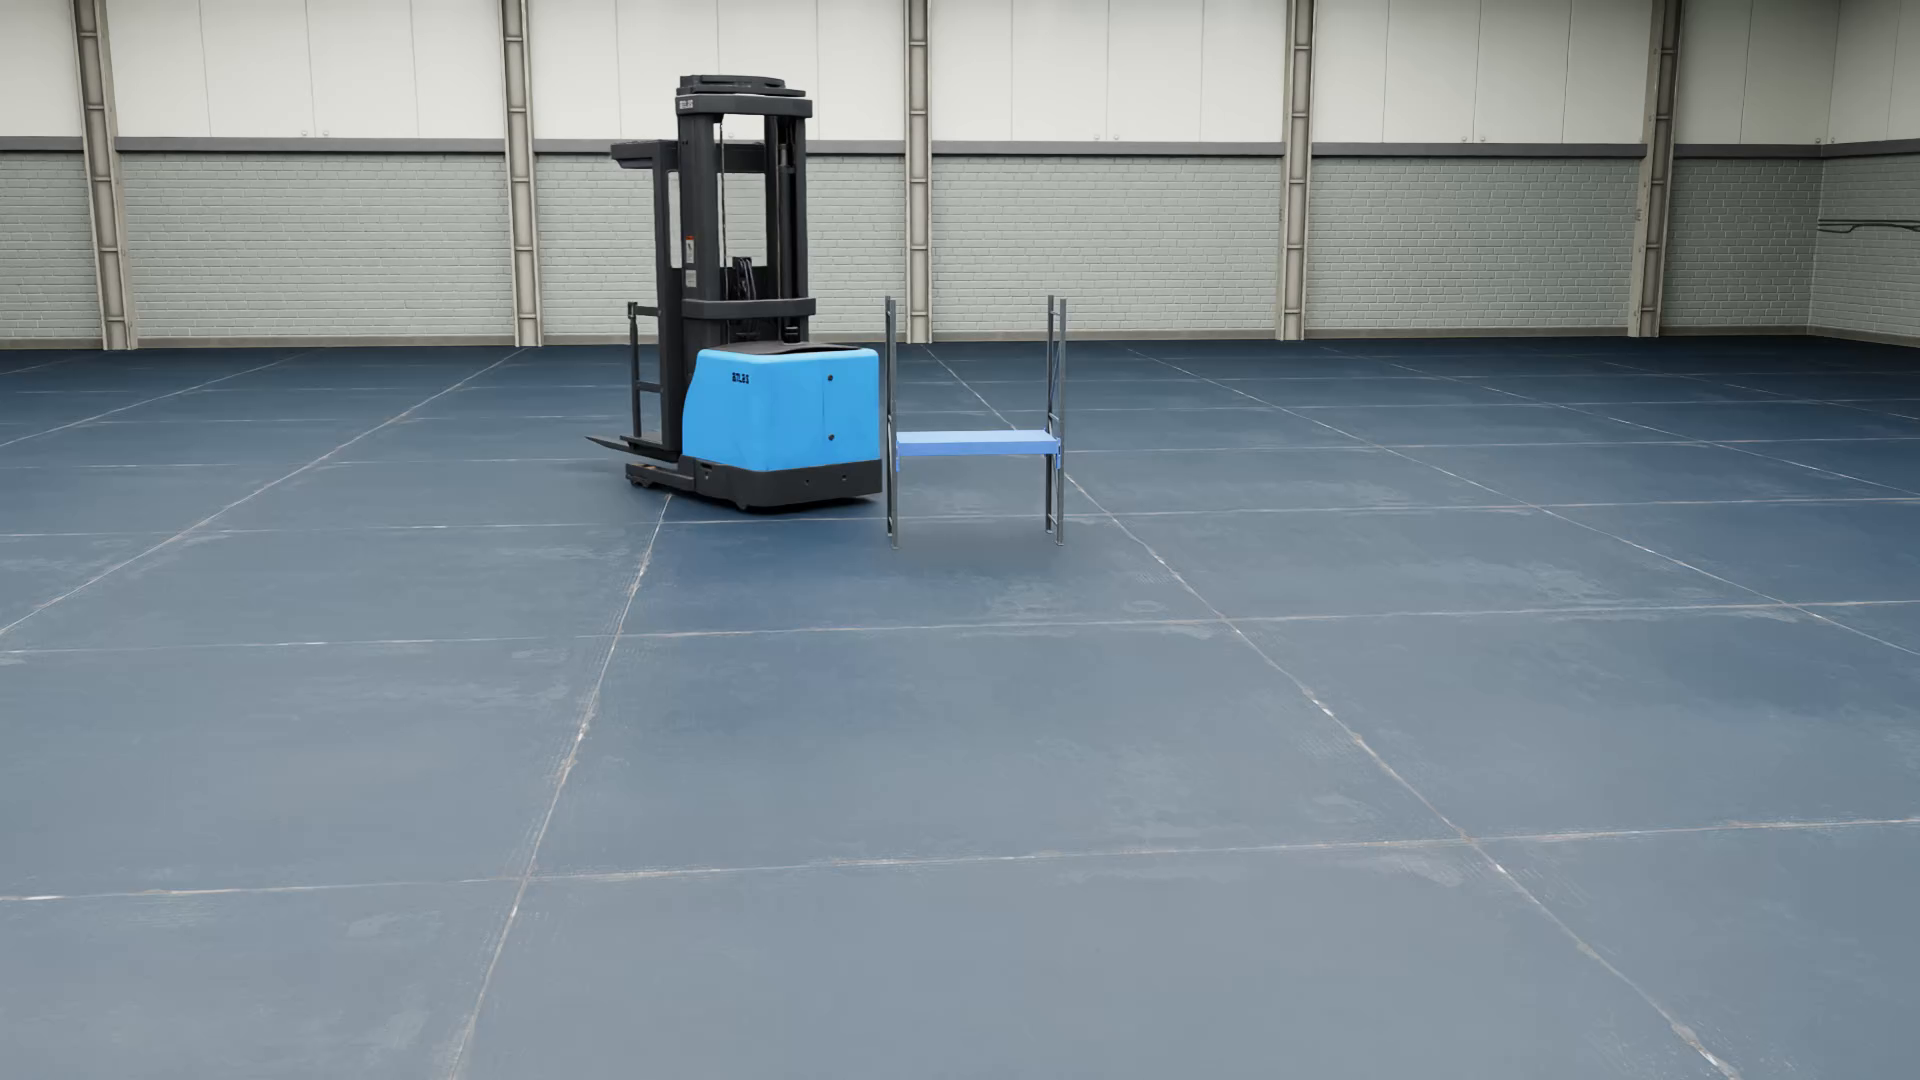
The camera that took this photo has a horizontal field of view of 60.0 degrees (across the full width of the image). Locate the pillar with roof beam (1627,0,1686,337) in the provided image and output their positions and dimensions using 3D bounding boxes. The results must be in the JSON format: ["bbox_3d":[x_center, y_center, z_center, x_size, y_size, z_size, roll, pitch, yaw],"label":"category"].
[{"bbox_3d":[11.745,-6.954,22.412,0.400,9.000,9.100,-1,11,-6],"label":"pillar with roof beam"}]

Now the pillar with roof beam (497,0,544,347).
[{"bbox_3d":[-6.149,-6.579,20.505,0.400,9.000,9.100,-1,11,-6],"label":"pillar with roof beam"}]

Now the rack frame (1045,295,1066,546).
[{"bbox_3d":[0.590,-0.748,10.286,0.032,1.500,0.500,-1,11,-6],"label":"rack frame"}]

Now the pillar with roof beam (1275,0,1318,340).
[{"bbox_3d":[5.781,-6.829,21.776,0.400,9.000,9.100,-1,11,-6],"label":"pillar with roof beam"}]

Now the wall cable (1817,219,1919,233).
[{"bbox_3d":[14.352,-6.064,25.933,0.112,2.526,3.097,-1,11,-6],"label":"wall cable"}]

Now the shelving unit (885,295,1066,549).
[{"bbox_3d":[0.085,-0.738,10.232,1.048,1.500,0.538,-1,11,-6],"label":"shelving unit"}]

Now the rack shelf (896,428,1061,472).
[{"bbox_3d":[0.085,-0.561,10.267,1.000,0.185,0.538,-1,11,-6],"label":"rack shelf"}]

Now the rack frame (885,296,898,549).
[{"bbox_3d":[-0.421,-0.727,10.179,0.032,1.500,0.500,-1,11,-6],"label":"rack frame"}]

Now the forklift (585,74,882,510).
[{"bbox_3d":[-1.853,-1.872,12.292,1.130,2.935,3.031,-9,14,-37],"label":"forklift"}]
